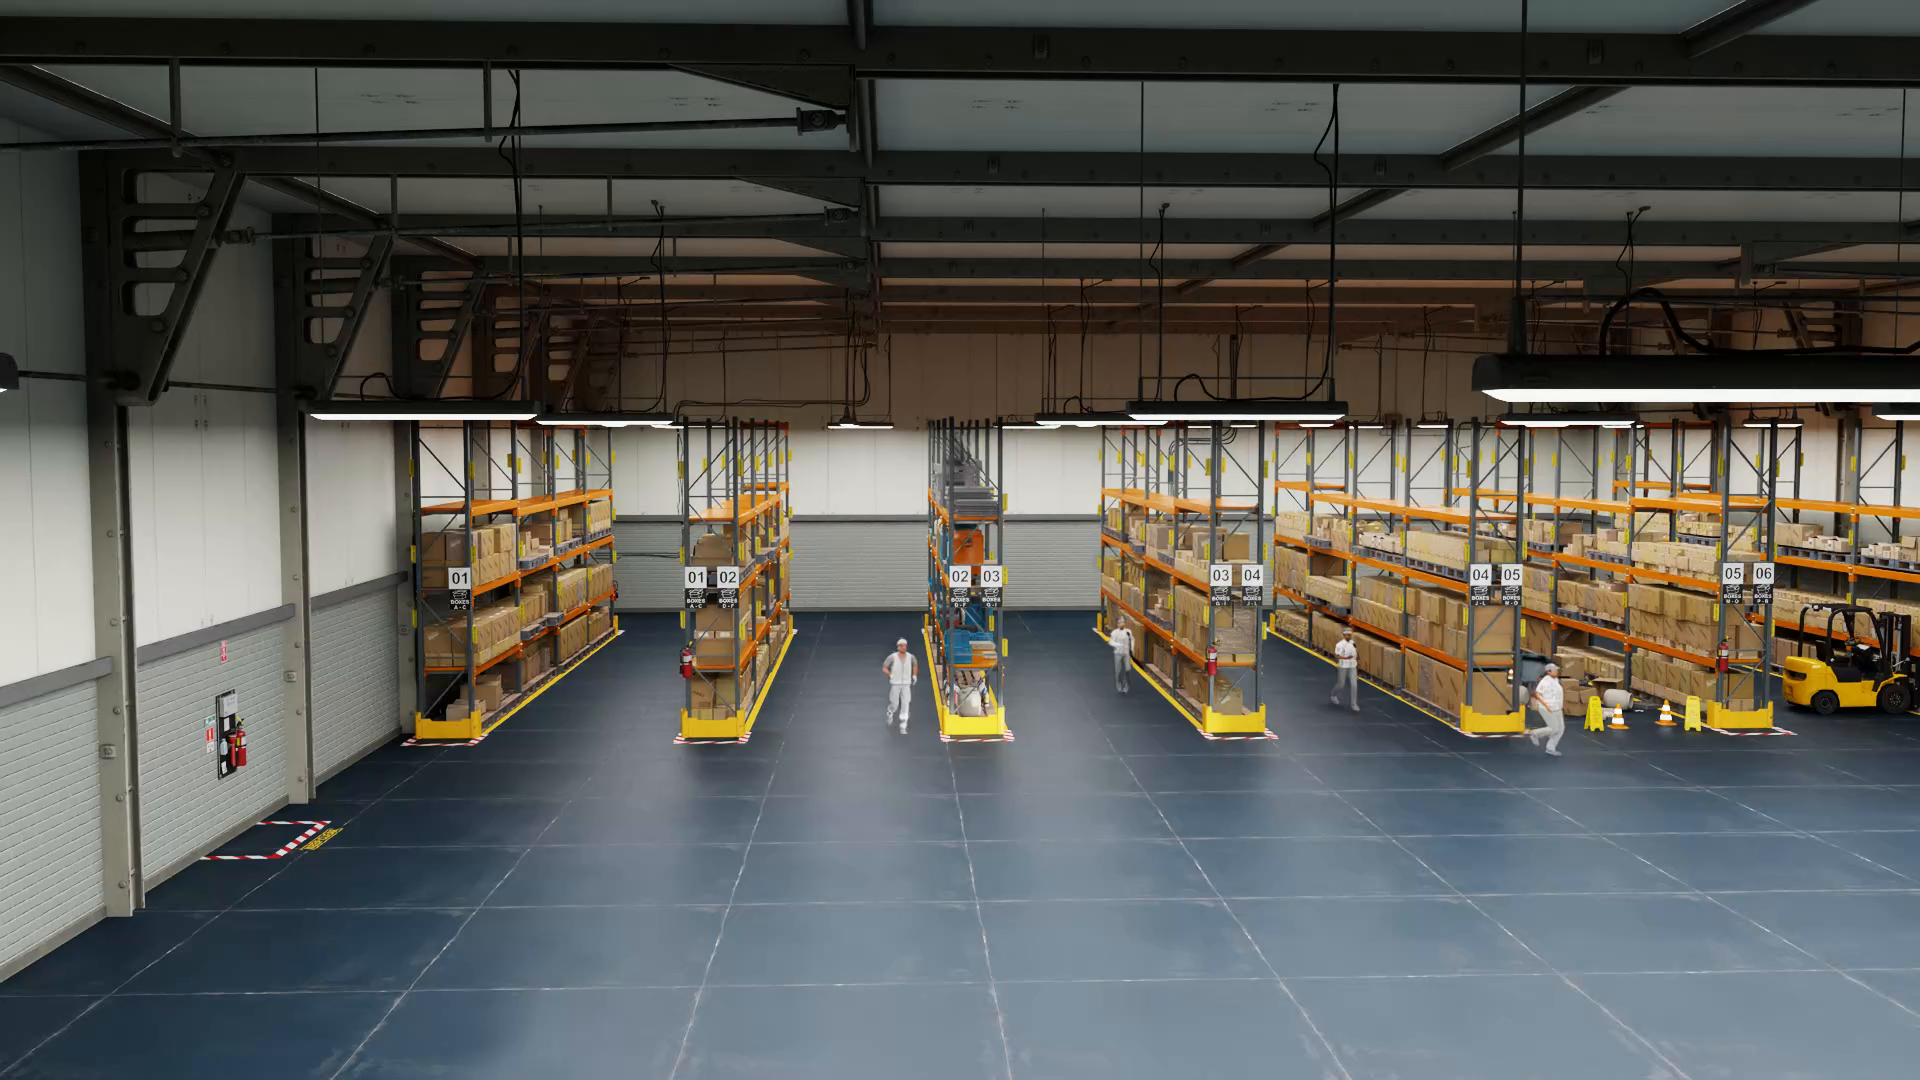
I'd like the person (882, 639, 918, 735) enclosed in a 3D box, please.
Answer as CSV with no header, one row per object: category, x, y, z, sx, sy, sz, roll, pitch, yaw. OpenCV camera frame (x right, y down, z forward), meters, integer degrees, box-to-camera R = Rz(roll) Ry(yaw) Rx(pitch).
person,-1.125,2.767,31.717,0.703,1.786,0.887,-1,4,-14

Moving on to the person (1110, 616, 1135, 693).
person,3.564,2.507,36.371,0.583,1.679,0.661,0,4,-2

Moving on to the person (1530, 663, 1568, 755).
person,10.462,2.995,29.528,0.616,1.627,0.562,-4,5,-43

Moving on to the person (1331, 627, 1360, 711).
person,7.967,2.630,34.267,0.558,1.670,0.925,-1,4,-15
